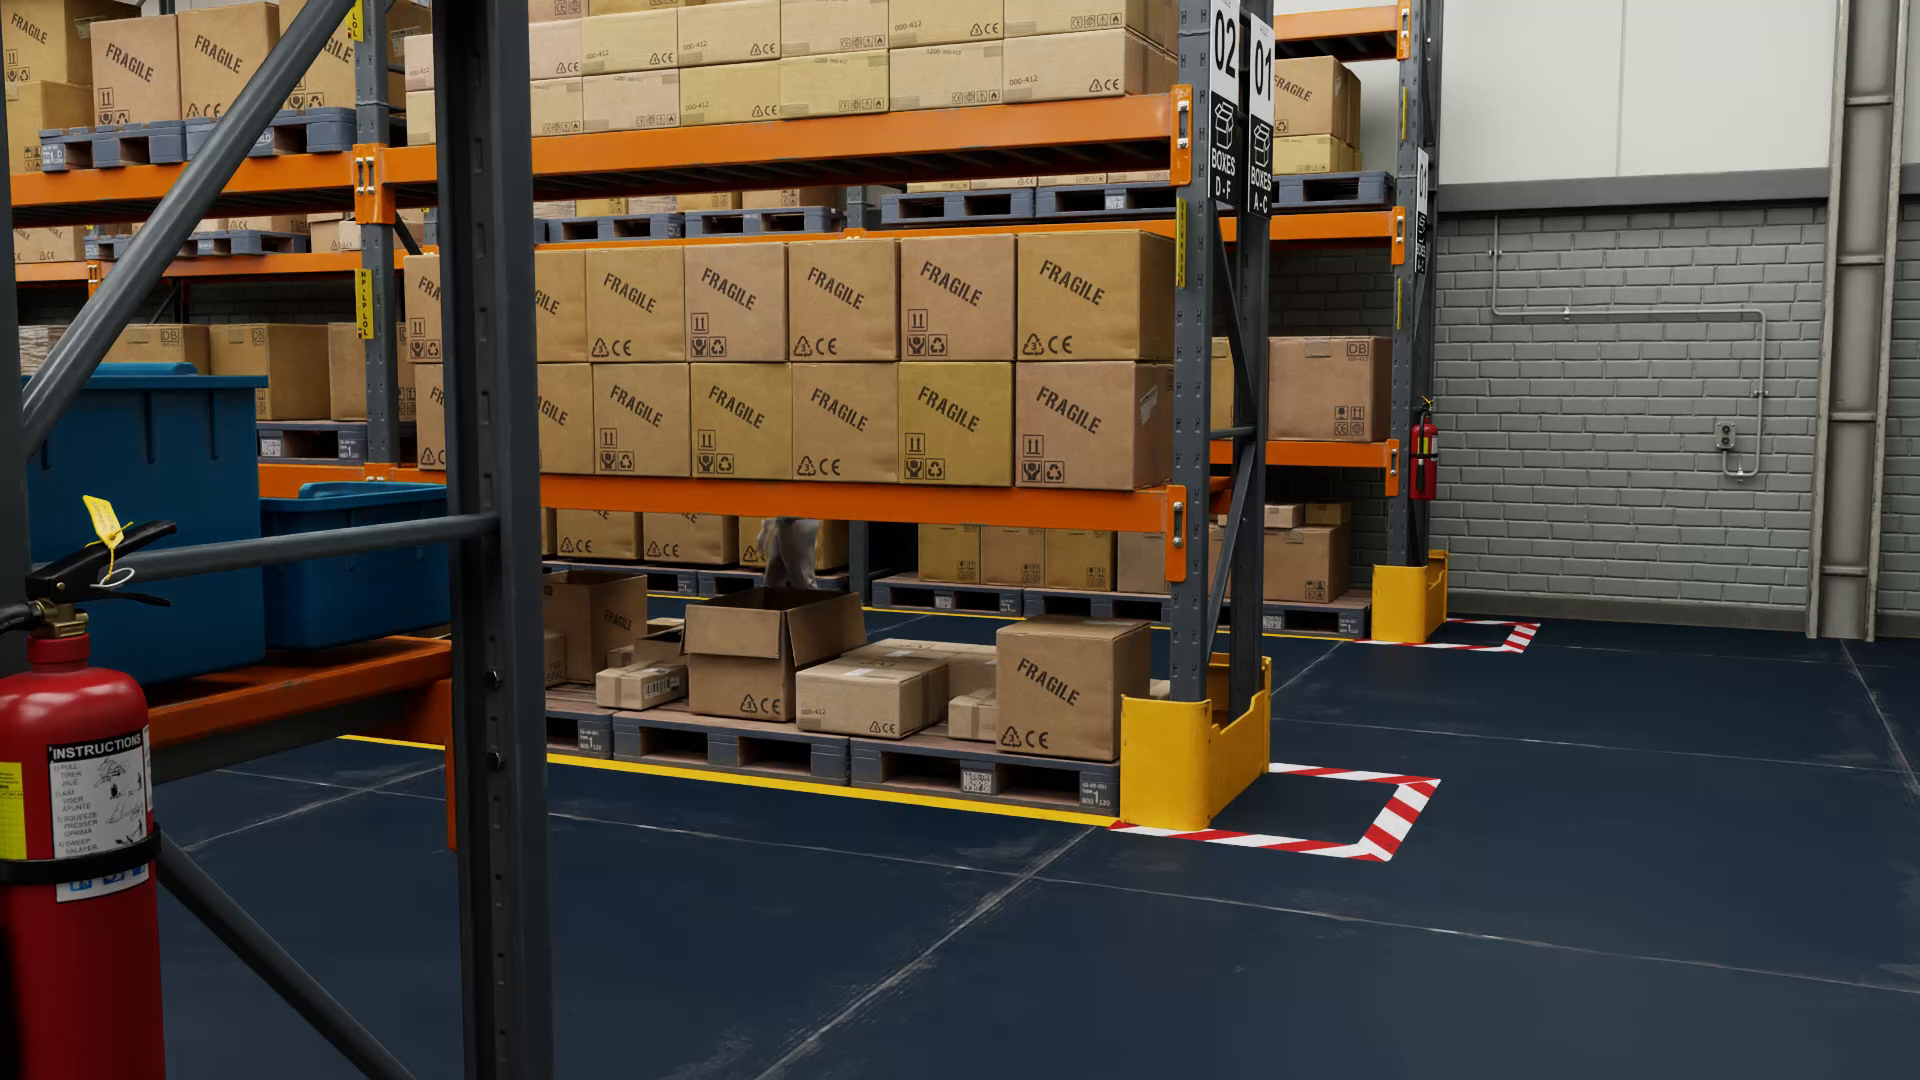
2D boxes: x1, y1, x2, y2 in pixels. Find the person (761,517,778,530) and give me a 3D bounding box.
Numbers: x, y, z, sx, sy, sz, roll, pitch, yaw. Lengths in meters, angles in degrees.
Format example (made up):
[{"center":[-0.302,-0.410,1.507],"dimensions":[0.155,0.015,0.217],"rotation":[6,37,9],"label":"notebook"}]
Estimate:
[{"center":[-0.985,-0.371,9.758],"dimensions":[0.338,0.612,0.505],"rotation":[0,6,3],"label":"person"}]
